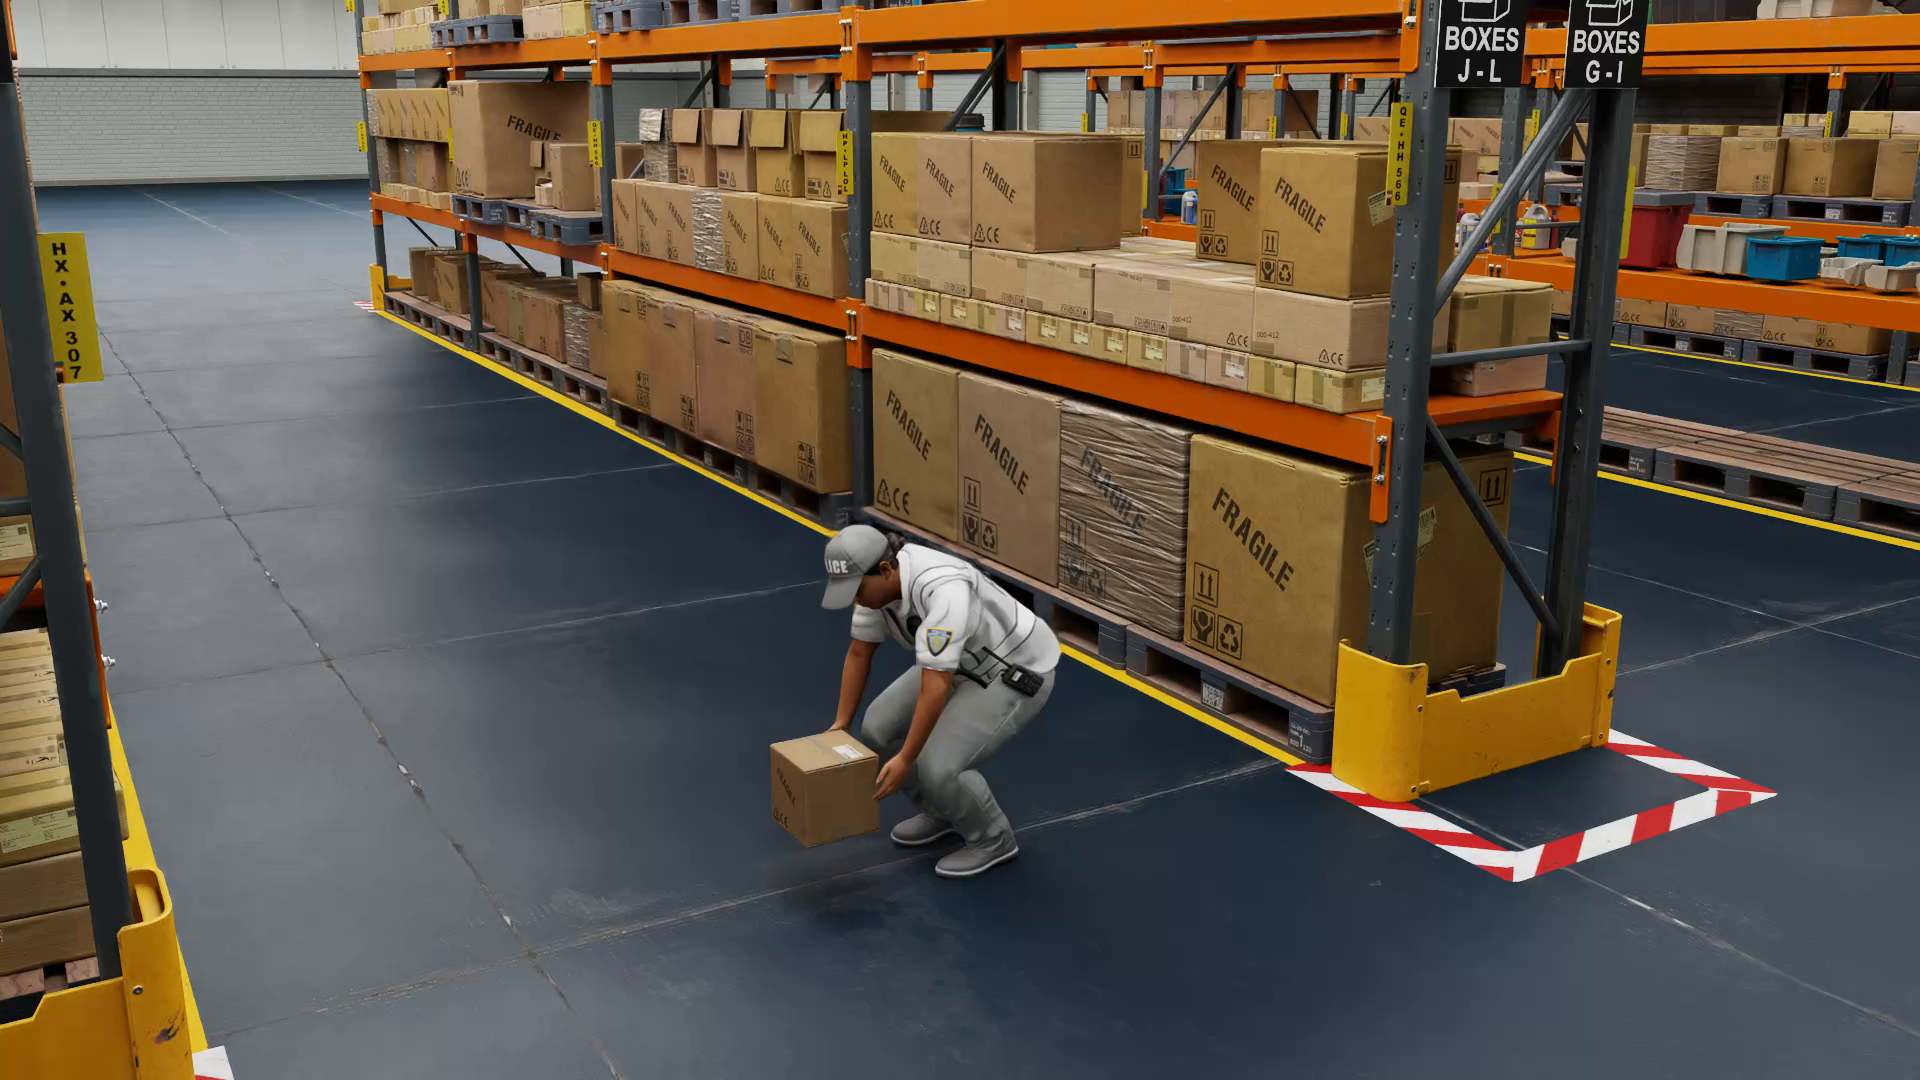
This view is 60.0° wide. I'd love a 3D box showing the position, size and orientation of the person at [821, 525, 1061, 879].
[{"bbox_3d":[-0.068,0.475,5.229,0.817,1.158,0.540,-9,17,-30],"label":"person"}]
